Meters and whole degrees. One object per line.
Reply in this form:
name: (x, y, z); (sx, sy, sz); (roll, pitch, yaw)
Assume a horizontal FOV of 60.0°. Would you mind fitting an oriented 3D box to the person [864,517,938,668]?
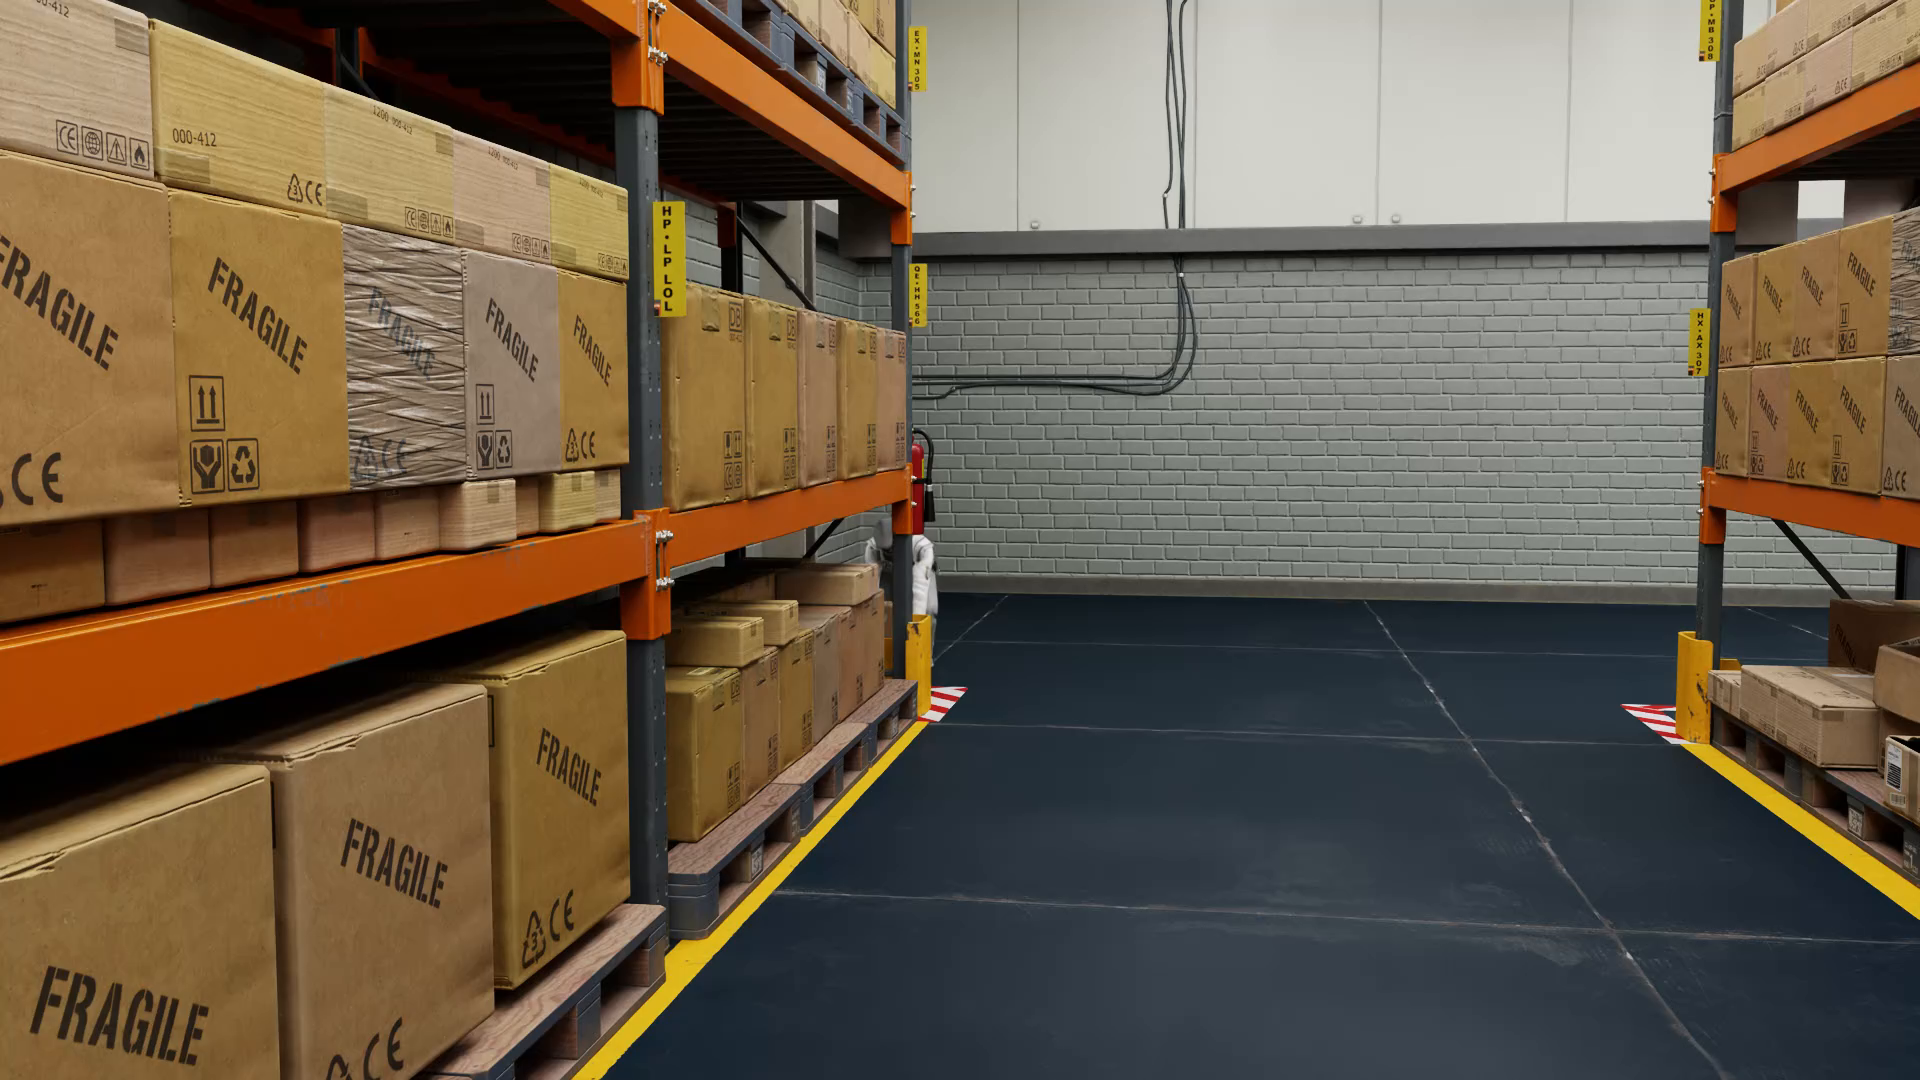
person: (-0.366, 0.324, 10.189); (0.468, 0.977, 0.908); (1, 5, 6)
